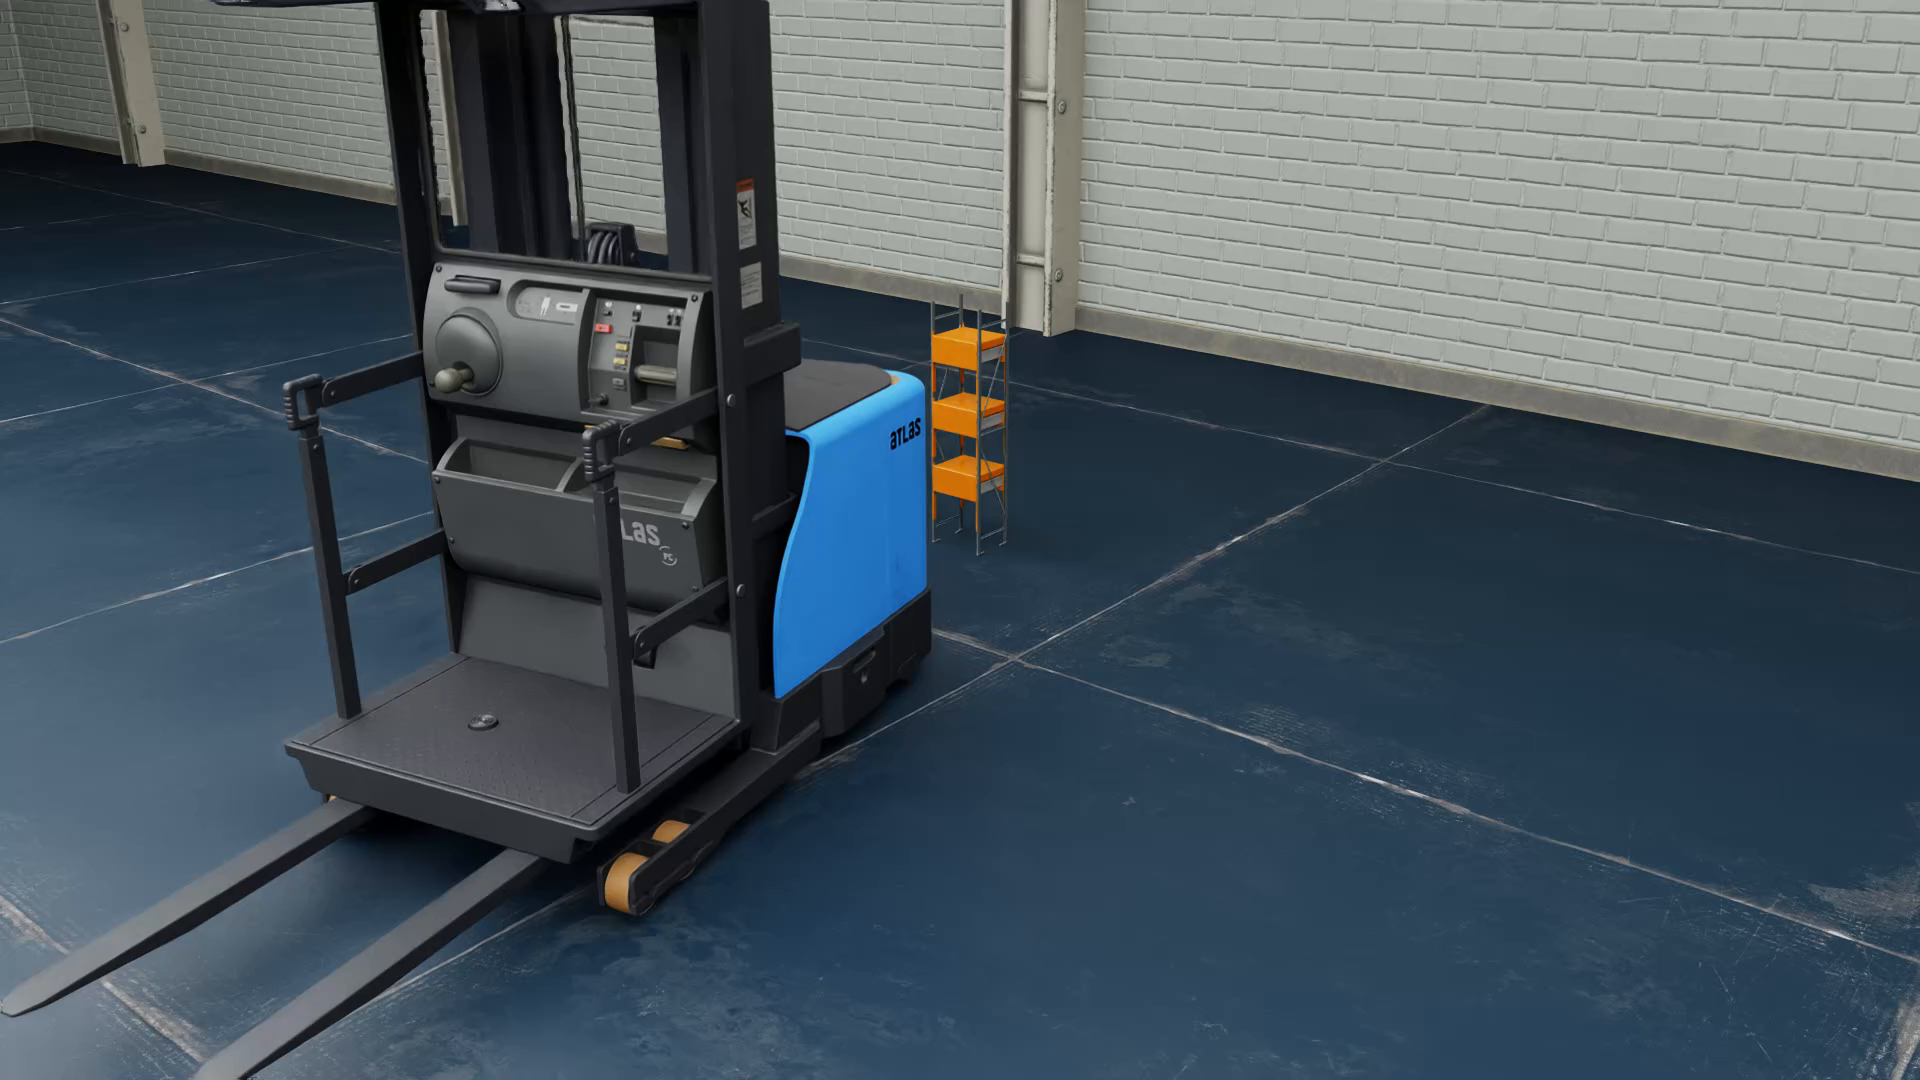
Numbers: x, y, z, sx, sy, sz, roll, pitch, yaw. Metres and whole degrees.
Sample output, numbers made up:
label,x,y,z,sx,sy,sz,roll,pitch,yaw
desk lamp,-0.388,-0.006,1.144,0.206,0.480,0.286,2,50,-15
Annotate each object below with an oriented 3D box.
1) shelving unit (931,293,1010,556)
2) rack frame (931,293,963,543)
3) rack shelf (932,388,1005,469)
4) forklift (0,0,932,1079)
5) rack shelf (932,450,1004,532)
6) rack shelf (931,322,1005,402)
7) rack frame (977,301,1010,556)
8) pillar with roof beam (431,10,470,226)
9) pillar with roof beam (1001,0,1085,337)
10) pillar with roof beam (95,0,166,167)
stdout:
label,x,y,z,sx,sy,sz,roll,pitch,yaw
shelving unit,0.041,-0.479,6.951,0.252,1.050,0.215,16,26,36
rack frame,-0.053,-0.507,7.023,0.008,1.050,0.200,16,26,36
rack shelf,0.041,-0.469,6.955,0.240,0.259,0.215,16,26,36
forklift,-1.203,-0.536,4.436,1.130,2.935,3.031,10,23,24
rack shelf,0.041,-0.209,7.053,0.240,0.259,0.215,16,26,36
rack shelf,0.041,-0.735,6.855,0.240,0.259,0.215,16,26,36
rack frame,0.136,-0.452,6.879,0.008,1.050,0.200,16,26,36
pillar with roof beam,-6.854,-5.755,9.675,0.400,9.000,9.100,16,26,36
pillar with roof beam,-2.206,-4.416,6.126,0.400,9.000,9.100,16,26,36
pillar with roof beam,-11.503,-7.093,13.225,0.400,9.000,9.100,16,26,36
